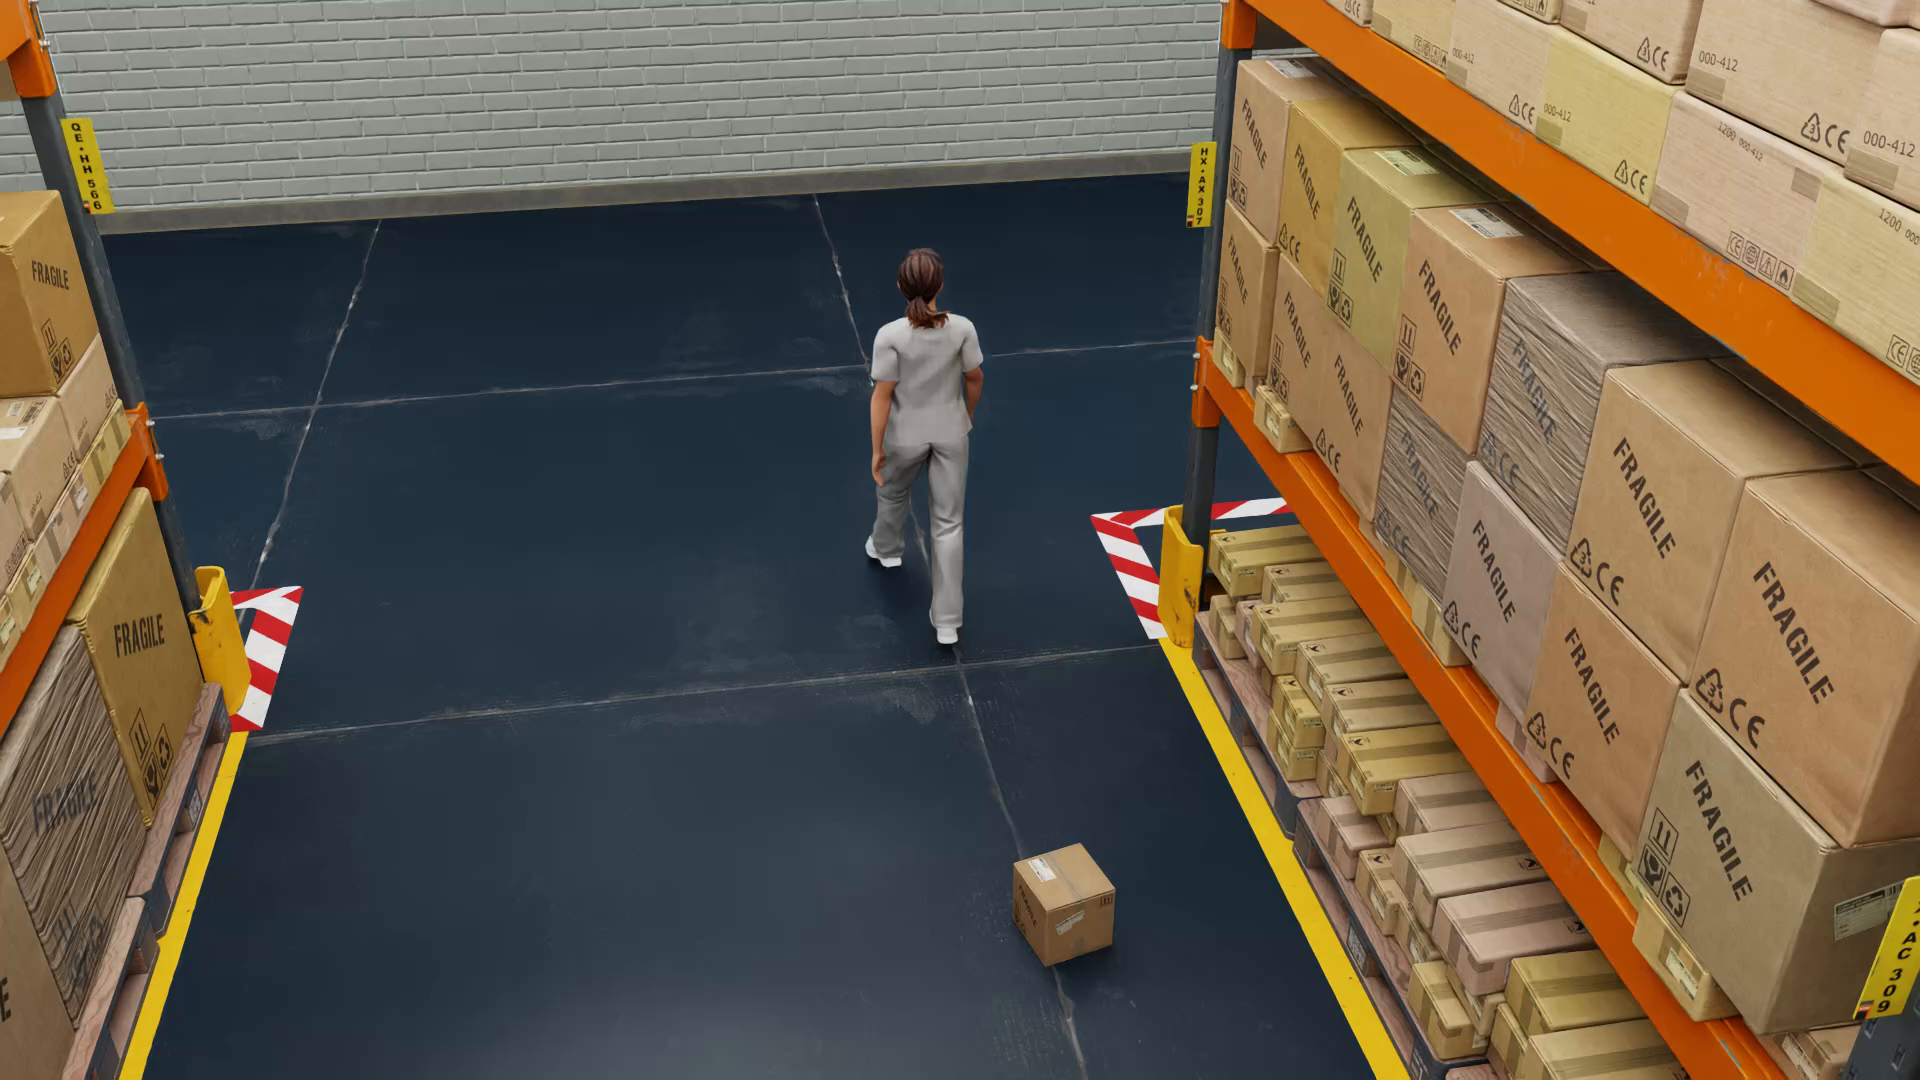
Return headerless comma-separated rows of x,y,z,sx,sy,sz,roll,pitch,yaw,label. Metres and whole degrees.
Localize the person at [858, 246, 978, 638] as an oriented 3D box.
-0.172,-0.494,6.954,0.491,1.599,1.029,-4,31,-6,person
